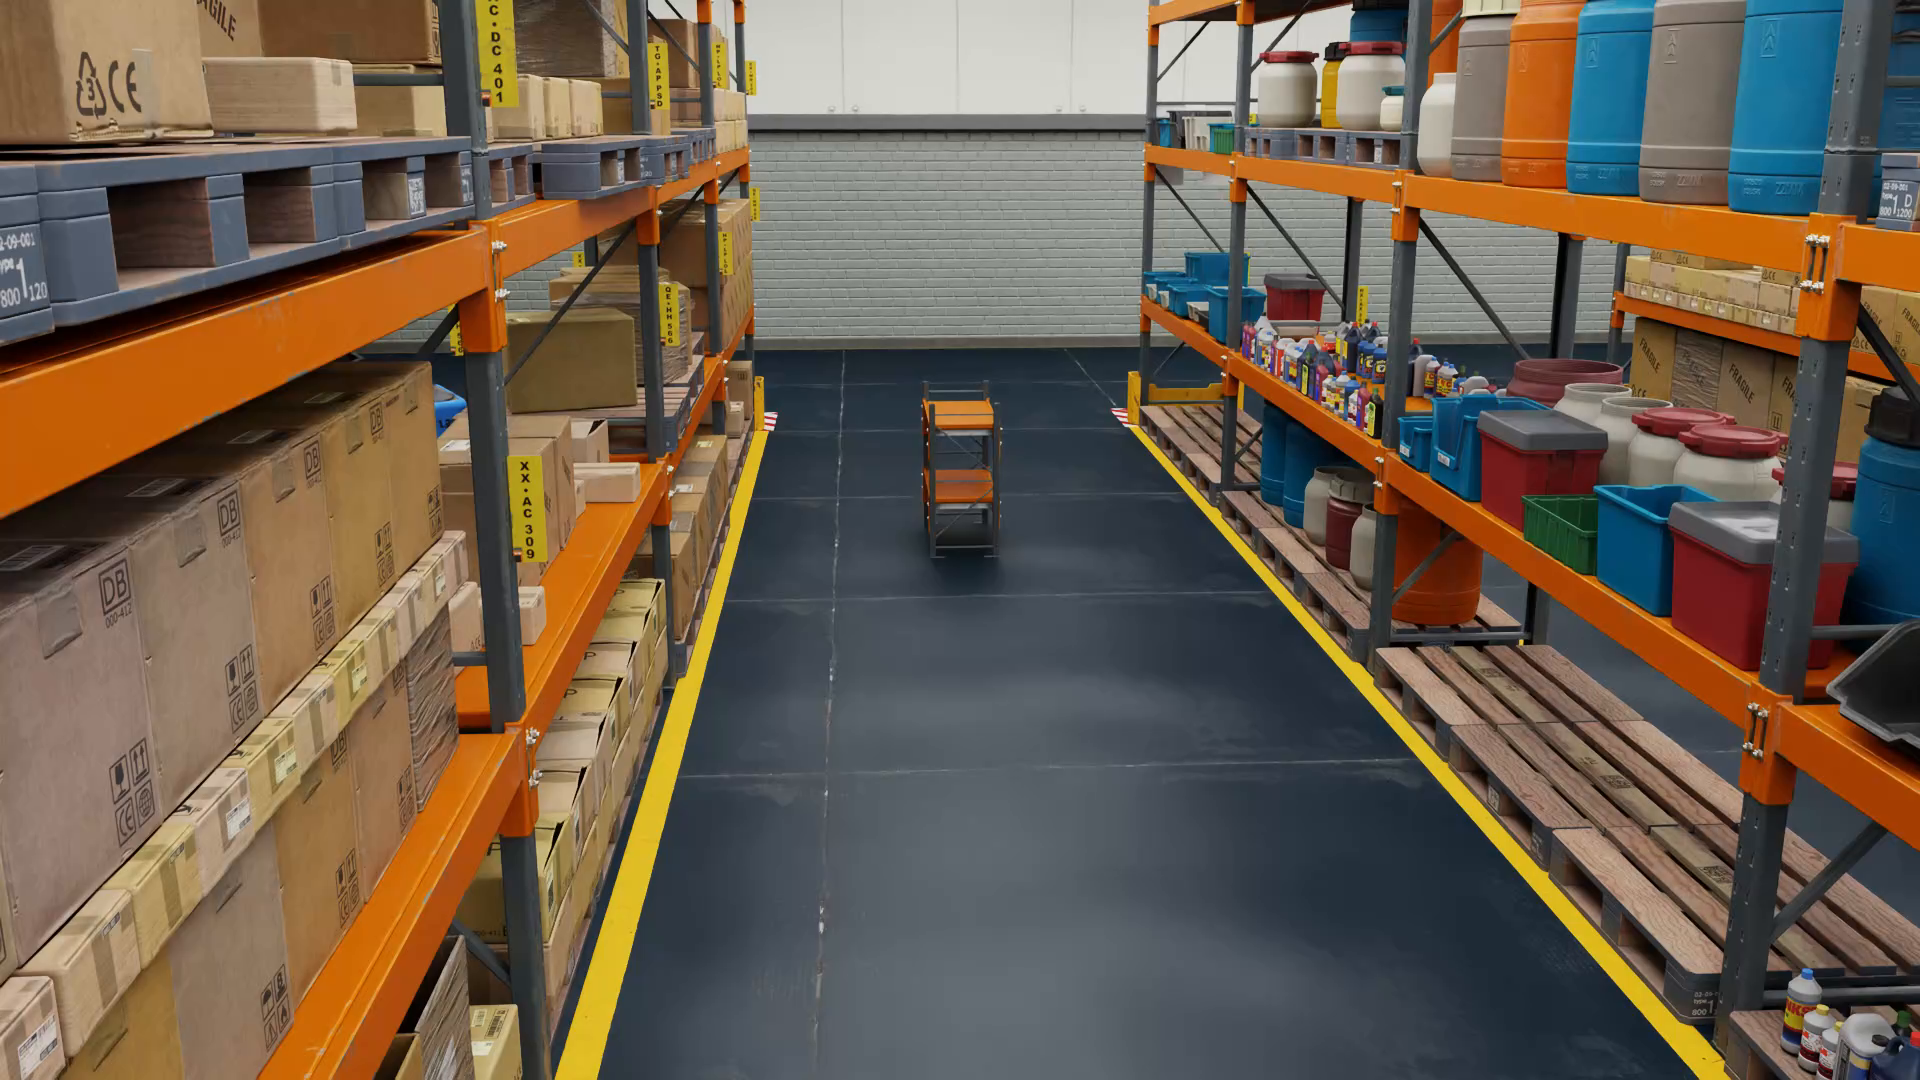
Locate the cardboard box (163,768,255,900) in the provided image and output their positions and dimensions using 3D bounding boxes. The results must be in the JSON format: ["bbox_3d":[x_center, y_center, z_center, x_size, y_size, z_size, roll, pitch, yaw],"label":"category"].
[{"bbox_3d":[-1.501,0.524,2.967,0.380,0.149,0.250,-1,14,-3],"label":"cardboard box"}]

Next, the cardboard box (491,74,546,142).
[{"bbox_3d":[-1.902,-1.685,6.493,0.500,0.250,0.500,-2,15,-8],"label":"cardboard box"}]

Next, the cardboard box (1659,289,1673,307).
[{"bbox_3d":[7.043,-2.354,16.160,0.380,0.149,0.250,-1,14,-4],"label":"cardboard box"}]

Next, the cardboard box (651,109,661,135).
[{"bbox_3d":[-2.185,-2.356,9.442,0.910,0.500,0.500,-1,14,-3],"label":"cardboard box"}]

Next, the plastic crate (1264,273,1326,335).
[{"bbox_3d":[2.798,-1.976,13.938,0.402,0.464,0.583,-1,14,-3],"label":"plastic crate"}]

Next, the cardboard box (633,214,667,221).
[{"bbox_3d":[-2.665,-2.396,13.613,0.500,0.500,0.500,-1,14,-5],"label":"cardboard box"}]

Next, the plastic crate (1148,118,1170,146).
[{"bbox_3d":[2.101,-3.974,16.195,0.497,0.269,0.590,-1,14,-3],"label":"plastic crate"}]

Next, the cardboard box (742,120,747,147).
[{"bbox_3d":[-2.294,-3.866,15.812,0.500,0.250,0.500,-1,14,-3],"label":"cardboard box"}]

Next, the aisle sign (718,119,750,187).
[{"bbox_3d":[-2.287,-3.890,16.408,0.394,0.787,0.004,-1,14,-3],"label":"aisle sign"}]

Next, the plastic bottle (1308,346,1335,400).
[{"bbox_3d":[2.361,-1.090,10.841,0.144,0.351,0.185,-1,14,-3],"label":"plastic bottle"}]

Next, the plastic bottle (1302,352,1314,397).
[{"bbox_3d":[2.310,-1.096,11.001,0.061,0.283,0.133,-1,14,-3],"label":"plastic bottle"}]

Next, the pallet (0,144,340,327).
[{"bbox_3d":[-1.694,-0.520,2.687,1.003,0.211,1.213,-1,14,-3],"label":"pallet"}]

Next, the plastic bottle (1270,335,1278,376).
[{"bbox_3d":[2.255,-1.315,11.851,0.061,0.283,0.133,-1,14,-3],"label":"plastic bottle"}]

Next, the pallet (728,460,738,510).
[{"bbox_3d":[-2.382,-0.435,13.793,1.003,0.211,1.213,-1,14,-3],"label":"pallet"}]

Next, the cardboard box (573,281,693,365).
[{"bbox_3d":[-2.170,-1.428,11.013,0.700,0.500,0.500,-5,15,-18],"label":"cardboard box"}]

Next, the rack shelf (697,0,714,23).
[{"bbox_3d":[-2.217,-3.480,10.240,1.077,0.370,4.000,-1,14,-3],"label":"rack shelf"}]

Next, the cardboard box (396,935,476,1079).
[{"bbox_3d":[-1.579,1.377,4.327,0.500,0.500,0.500,-1,14,-3],"label":"cardboard box"}]

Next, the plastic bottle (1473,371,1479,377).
[{"bbox_3d":[3.156,-0.900,10.241,0.061,0.283,0.133,-1,14,-3],"label":"plastic bottle"}]

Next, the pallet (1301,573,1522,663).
[{"bbox_3d":[2.761,0.460,10.316,1.003,0.211,1.213,-1,14,-3],"label":"pallet"}]

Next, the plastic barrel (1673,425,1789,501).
[{"bbox_3d":[3.213,-0.190,6.973,0.433,0.535,0.433,0,14,0],"label":"plastic barrel"}]

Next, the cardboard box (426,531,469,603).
[{"bbox_3d":[-1.614,0.077,4.706,0.380,0.149,0.250,-1,14,-3],"label":"cardboard box"}]

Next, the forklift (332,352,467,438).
[{"bbox_3d":[-5.143,-1.327,11.803,3.031,2.935,1.130,-8,17,-29],"label":"forklift"}]

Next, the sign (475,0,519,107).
[{"bbox_3d":[-1.291,-1.375,4.636,0.100,0.325,0.005,-1,14,-3],"label":"sign"}]

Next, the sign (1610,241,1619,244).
[{"bbox_3d":[6.745,-3.212,17.094,0.100,0.325,0.005,-1,14,-3],"label":"sign"}]

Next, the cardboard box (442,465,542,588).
[{"bbox_3d":[-1.909,0.004,6.289,0.500,0.500,0.500,0,14,1],"label":"cardboard box"}]

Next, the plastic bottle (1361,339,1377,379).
[{"bbox_3d":[2.889,-1.278,11.734,0.097,0.271,0.097,0,14,0],"label":"plastic bottle"}]

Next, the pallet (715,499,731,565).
[{"bbox_3d":[-2.253,-0.062,12.345,1.003,0.211,1.213,-1,14,-3],"label":"pallet"}]

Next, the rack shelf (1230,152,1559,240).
[{"bbox_3d":[2.727,-2.297,10.858,1.077,0.370,4.000,-1,14,-3],"label":"rack shelf"}]

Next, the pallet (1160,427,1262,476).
[{"bbox_3d":[2.440,-0.826,15.313,1.003,0.211,1.213,-1,14,-3],"label":"pallet"}]

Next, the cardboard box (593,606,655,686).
[{"bbox_3d":[-1.776,0.493,8.142,0.500,0.311,0.500,-1,14,-4],"label":"cardboard box"}]

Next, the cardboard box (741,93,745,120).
[{"bbox_3d":[-2.302,-4.108,15.749,0.500,0.250,0.500,-1,14,-3],"label":"cardboard box"}]

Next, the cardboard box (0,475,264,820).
[{"bbox_3d":[-1.718,0.183,2.991,0.700,0.500,0.500,-1,14,-3],"label":"cardboard box"}]

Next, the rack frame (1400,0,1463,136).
[{"bbox_3d":[2.851,-3.601,8.461,1.000,3.000,0.127,-1,14,-3],"label":"rack frame"}]

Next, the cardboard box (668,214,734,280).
[{"bbox_3d":[-2.121,-2.397,13.616,0.500,0.500,0.500,-1,14,-5],"label":"cardboard box"}]

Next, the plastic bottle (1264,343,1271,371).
[{"bbox_3d":[2.260,-1.328,12.068,0.097,0.201,0.097,0,14,0],"label":"plastic bottle"}]

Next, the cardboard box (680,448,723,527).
[{"bbox_3d":[-2.002,-0.376,12.100,0.500,0.500,0.500,-1,14,-3],"label":"cardboard box"}]

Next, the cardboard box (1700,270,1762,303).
[{"bbox_3d":[7.163,-2.325,15.248,0.500,0.250,0.500,-1,14,-5],"label":"cardboard box"}]

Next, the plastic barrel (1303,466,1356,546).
[{"bbox_3d":[2.610,-0.235,11.570,0.421,0.512,0.421,0,14,0],"label":"plastic barrel"}]

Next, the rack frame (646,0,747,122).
[{"bbox_3d":[-2.588,-5.515,15.900,1.000,3.000,0.127,-1,14,-3],"label":"rack frame"}]

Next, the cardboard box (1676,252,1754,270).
[{"bbox_3d":[7.128,-2.819,15.663,0.500,0.500,0.500,-1,14,-5],"label":"cardboard box"}]

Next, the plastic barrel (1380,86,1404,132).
[{"bbox_3d":[2.639,-2.549,9.828,0.301,0.262,0.301,0,14,0],"label":"plastic barrel"}]

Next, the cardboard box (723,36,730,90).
[{"bbox_3d":[-2.540,-4.467,15.642,0.700,0.500,0.500,-1,14,-3],"label":"cardboard box"}]

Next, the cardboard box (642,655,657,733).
[{"bbox_3d":[-1.781,0.764,8.214,0.500,0.250,0.500,-1,14,-4],"label":"cardboard box"}]

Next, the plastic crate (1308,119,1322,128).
[{"bbox_3d":[2.800,-3.393,13.935,0.497,0.269,0.590,-1,14,-3],"label":"plastic crate"}]

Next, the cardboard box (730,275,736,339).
[{"bbox_3d":[-2.135,-1.921,13.773,0.500,0.500,0.500,-1,14,-2],"label":"cardboard box"}]

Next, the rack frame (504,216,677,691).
[{"bbox_3d":[-2.093,-0.620,8.915,1.000,3.000,0.127,-1,14,-3],"label":"rack frame"}]

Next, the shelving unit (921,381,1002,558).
[{"bbox_3d":[0.000,-0.546,12.393,0.538,1.125,1.048,-1,14,-3],"label":"shelving unit"}]

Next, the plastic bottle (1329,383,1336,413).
[{"bbox_3d":[2.367,-0.900,10.405,0.097,0.201,0.097,0,14,0],"label":"plastic bottle"}]

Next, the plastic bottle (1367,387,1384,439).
[{"bbox_3d":[2.400,-0.733,9.589,0.061,0.283,0.133,-1,14,-3],"label":"plastic bottle"}]

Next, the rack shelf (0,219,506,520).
[{"bbox_3d":[-1.721,-0.232,2.832,1.077,0.370,4.000,-1,14,-3],"label":"rack shelf"}]

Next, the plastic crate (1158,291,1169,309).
[{"bbox_3d":[2.022,-2.270,15.738,0.250,0.136,0.298,-1,14,-3],"label":"plastic crate"}]

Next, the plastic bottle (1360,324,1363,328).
[{"bbox_3d":[3.010,-1.484,12.507,0.061,0.283,0.133,-1,14,-3],"label":"plastic bottle"}]

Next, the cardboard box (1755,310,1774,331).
[{"bbox_3d":[7.153,-1.907,14.424,0.380,0.149,0.250,-1,14,-2],"label":"cardboard box"}]

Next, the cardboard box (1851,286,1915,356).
[{"bbox_3d":[7.326,-1.697,12.900,0.500,0.500,0.500,-1,14,-3],"label":"cardboard box"}]

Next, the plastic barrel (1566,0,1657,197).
[{"bbox_3d":[2.770,-1.844,6.649,0.600,0.901,0.708,-1,14,-3],"label":"plastic barrel"}]

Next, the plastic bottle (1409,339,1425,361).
[{"bbox_3d":[3.055,-1.169,11.148,0.144,0.351,0.185,-1,14,-3],"label":"plastic bottle"}]
